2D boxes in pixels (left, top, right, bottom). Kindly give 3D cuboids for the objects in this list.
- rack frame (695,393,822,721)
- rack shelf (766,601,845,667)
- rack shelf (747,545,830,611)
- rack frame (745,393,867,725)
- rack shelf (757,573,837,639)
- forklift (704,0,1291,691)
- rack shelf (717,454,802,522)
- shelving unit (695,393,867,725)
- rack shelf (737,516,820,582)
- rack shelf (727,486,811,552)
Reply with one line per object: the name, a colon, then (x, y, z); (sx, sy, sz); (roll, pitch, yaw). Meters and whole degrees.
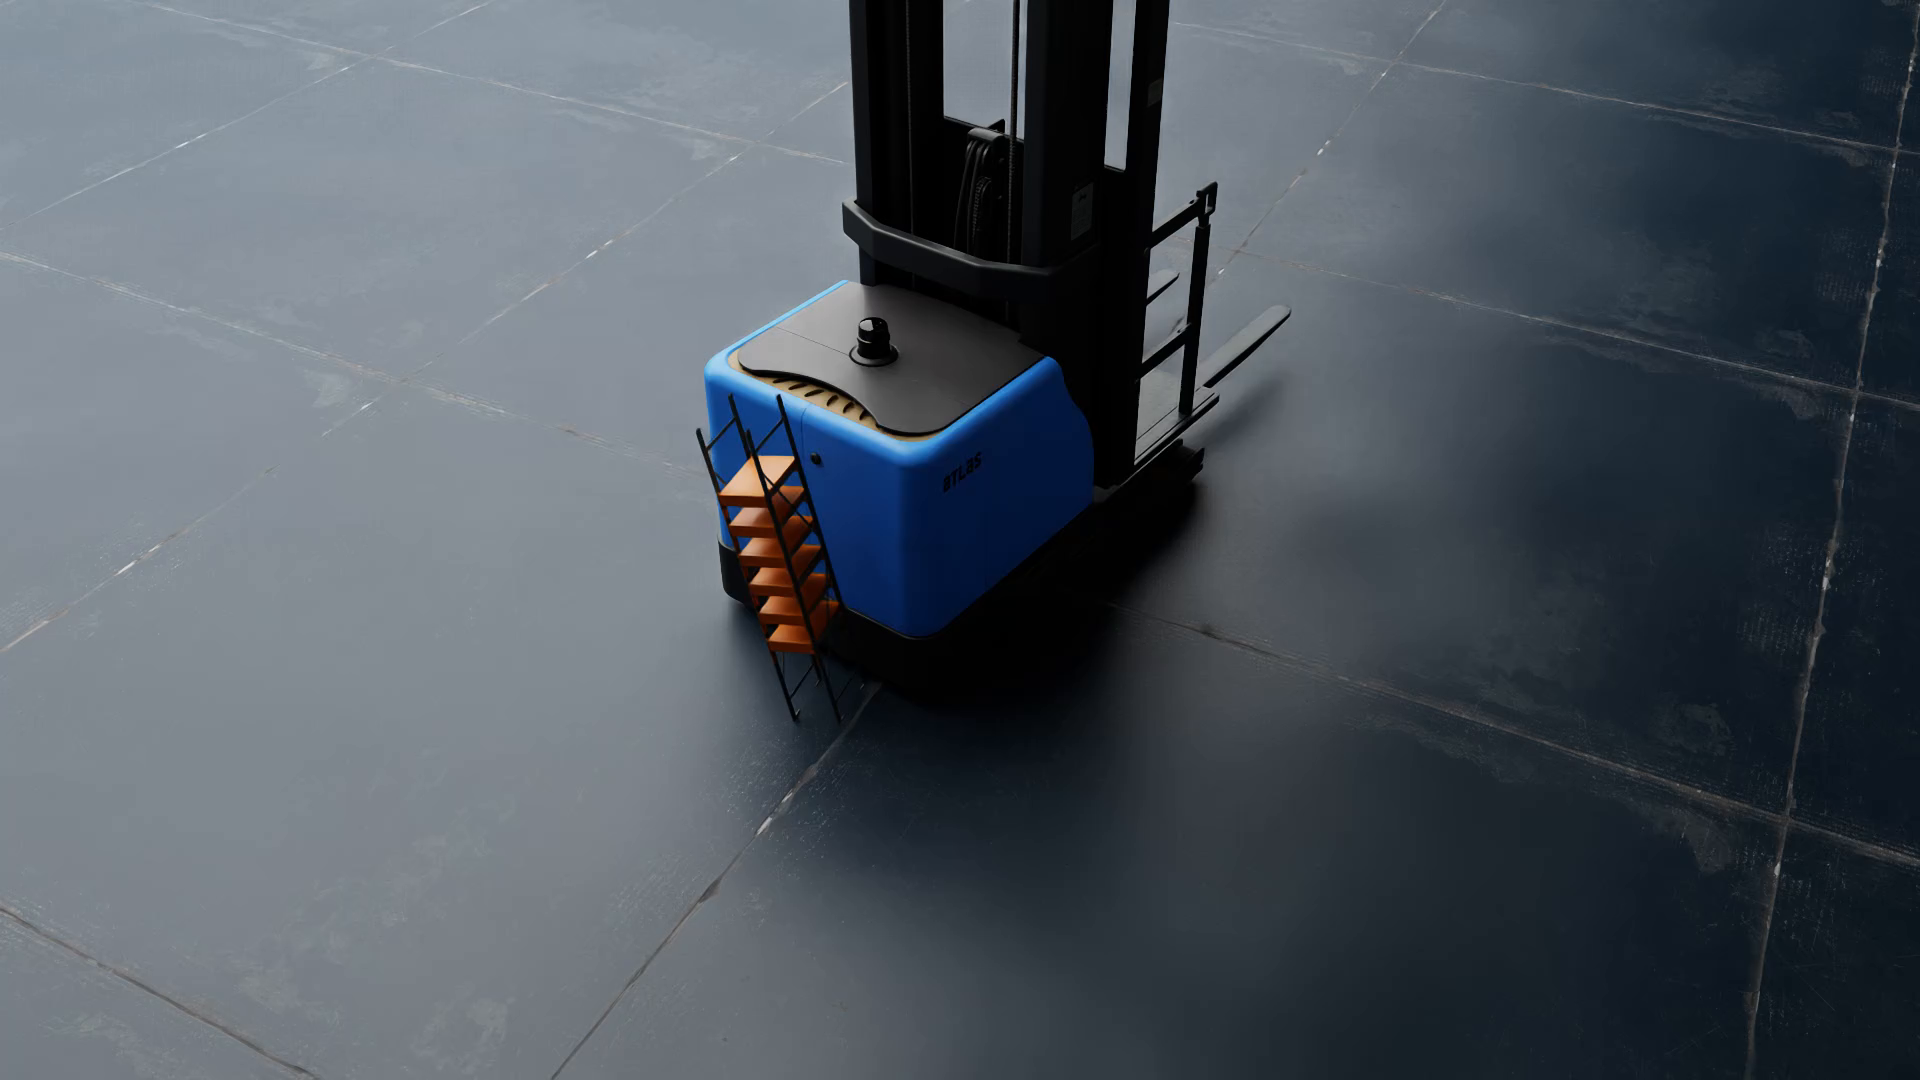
rack frame: (-0.671, 0.080, 5.671); (0.006, 1.200, 0.240); (3, 36, 24)
rack shelf: (-0.529, 0.318, 5.785); (0.180, 0.103, 0.258); (3, 36, 24)
rack shelf: (-0.578, 0.121, 5.657); (0.180, 0.103, 0.258); (3, 36, 24)
rack frame: (-0.504, 0.088, 5.595); (0.006, 1.200, 0.240); (3, 36, 24)
rack shelf: (-0.554, 0.219, 5.721); (0.180, 0.103, 0.258); (3, 36, 24)
forklift: (0.377, -1.468, 6.259); (1.130, 2.935, 3.031); (25, 44, 29)
rack shelf: (-0.651, -0.175, 5.465); (0.180, 0.103, 0.258); (3, 36, 24)
shelving unit: (-0.587, 0.084, 5.633); (0.189, 1.200, 0.258); (3, 36, 24)
rack shelf: (-0.603, 0.022, 5.593); (0.180, 0.103, 0.258); (3, 36, 24)
rack shelf: (-0.627, -0.076, 5.529); (0.180, 0.103, 0.258); (3, 36, 24)
